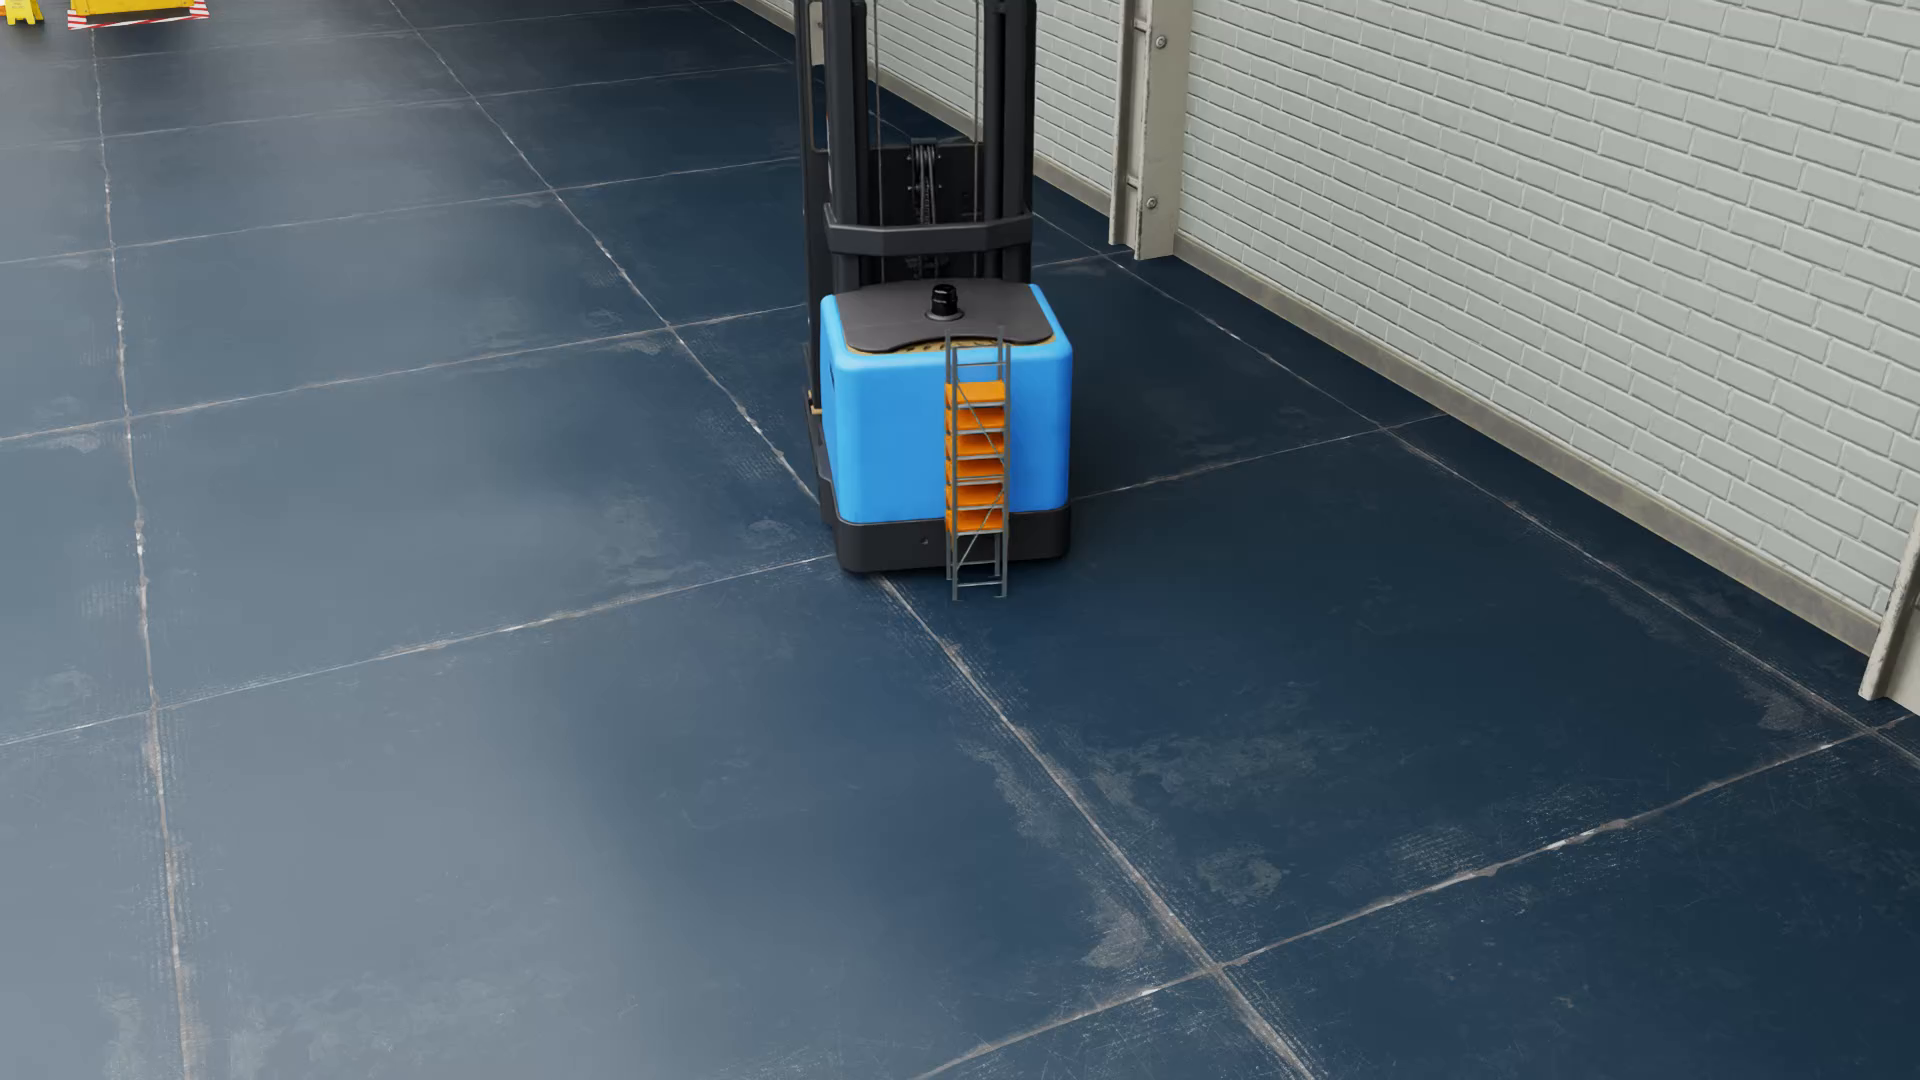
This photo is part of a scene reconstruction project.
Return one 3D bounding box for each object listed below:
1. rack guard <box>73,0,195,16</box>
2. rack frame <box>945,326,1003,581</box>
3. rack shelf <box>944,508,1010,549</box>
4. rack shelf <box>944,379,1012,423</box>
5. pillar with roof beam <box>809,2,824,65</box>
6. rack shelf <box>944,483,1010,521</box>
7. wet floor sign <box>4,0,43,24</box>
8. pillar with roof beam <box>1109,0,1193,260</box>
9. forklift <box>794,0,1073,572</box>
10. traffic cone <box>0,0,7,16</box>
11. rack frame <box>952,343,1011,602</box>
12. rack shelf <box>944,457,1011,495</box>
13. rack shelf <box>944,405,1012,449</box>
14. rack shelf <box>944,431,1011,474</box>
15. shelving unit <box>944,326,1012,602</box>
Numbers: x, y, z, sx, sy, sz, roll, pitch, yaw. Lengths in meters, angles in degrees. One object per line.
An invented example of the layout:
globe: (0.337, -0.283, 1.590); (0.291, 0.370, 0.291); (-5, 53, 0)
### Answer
rack guard: (-8.943, -5.993, 17.926); (1.175, 0.500, 0.348); (-13, 32, -22)
rack frame: (0.059, -0.350, 7.147); (0.240, 1.200, 0.006); (-4, 30, -8)
rack shelf: (0.073, -0.057, 7.207); (0.258, 0.103, 0.180); (-4, 30, -8)
rack shelf: (0.073, -0.581, 6.914); (0.258, 0.103, 0.180); (-4, 30, -8)
pillar with roof beam: (-5.226, -7.652, 12.196); (9.100, 9.000, 0.400); (-13, 32, -22)
rack shelf: (0.073, -0.162, 7.148); (0.258, 0.103, 0.180); (-4, 30, -8)
wet floor sign: (-9.795, -5.714, 17.280); (0.267, 0.644, 0.232); (-3, 29, -5)
pillar with roof beam: (-2.650, -5.002, 7.469); (9.100, 9.000, 0.400); (-13, 32, -22)
forklift: (-0.237, -1.836, 8.028); (1.130, 2.935, 3.031); (-4, 30, -8)
traffic cone: (-10.260, -5.862, 17.731); (0.336, 0.463, 0.334); (-13, 32, -22)
rack frame: (0.087, -0.261, 6.989); (0.240, 1.200, 0.006); (-4, 30, -8)
rack shelf: (0.073, -0.267, 7.090); (0.258, 0.103, 0.180); (-4, 30, -8)
rack shelf: (0.073, -0.476, 6.972); (0.258, 0.103, 0.180); (-4, 30, -8)
rack shelf: (0.073, -0.371, 7.031); (0.258, 0.103, 0.180); (-4, 30, -8)
shelving unit: (0.073, -0.305, 7.068); (0.258, 1.200, 0.189); (-4, 30, -8)
